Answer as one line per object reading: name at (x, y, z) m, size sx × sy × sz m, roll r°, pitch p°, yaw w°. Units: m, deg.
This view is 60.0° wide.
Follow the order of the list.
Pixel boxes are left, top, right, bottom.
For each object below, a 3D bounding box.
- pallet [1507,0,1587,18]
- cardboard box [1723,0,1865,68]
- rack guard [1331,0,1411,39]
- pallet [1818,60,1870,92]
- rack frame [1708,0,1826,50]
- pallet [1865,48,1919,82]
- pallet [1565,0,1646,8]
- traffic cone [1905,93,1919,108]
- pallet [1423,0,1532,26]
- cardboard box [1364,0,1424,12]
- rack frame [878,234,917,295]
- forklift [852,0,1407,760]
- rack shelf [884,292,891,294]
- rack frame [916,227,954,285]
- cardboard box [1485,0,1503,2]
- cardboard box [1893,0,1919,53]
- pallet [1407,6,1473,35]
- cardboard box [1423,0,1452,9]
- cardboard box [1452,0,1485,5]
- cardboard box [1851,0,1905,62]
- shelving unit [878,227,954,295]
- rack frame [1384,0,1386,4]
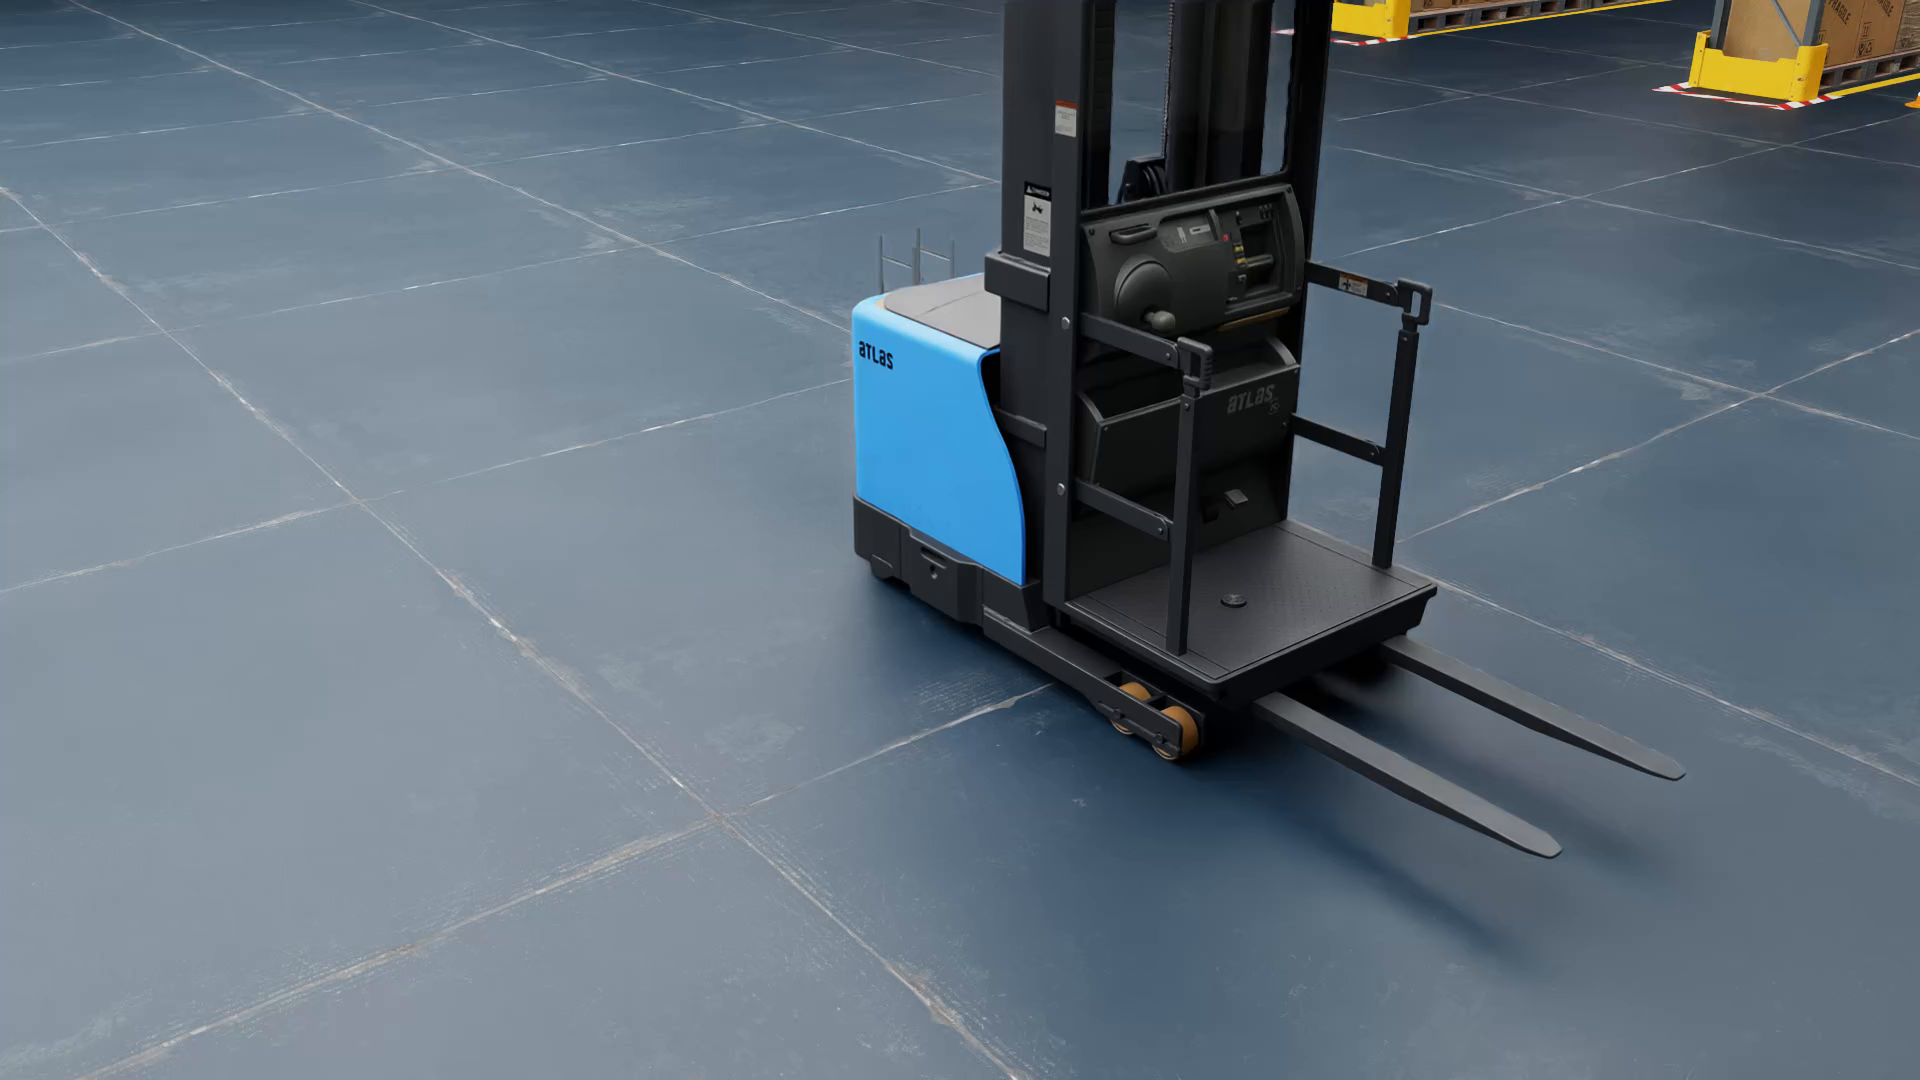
pallet at (7.341, -6.966, 21.510) m, size 1.213 × 0.211 × 1.003 m, roll -18°, pitch 31°, yaw -34°
cardboard box at (8.174, -5.134, 16.274) m, size 0.875 × 0.875 × 0.875 m, roll -18°, pitch 30°, yaw -34°
rack guard at (4.759, -6.264, 19.654) m, size 0.348 × 0.500 × 1.175 m, roll -18°, pitch 31°, yaw -34°
pallet at (8.262, -4.678, 16.579) m, size 1.213 × 0.211 × 1.003 m, roll -18°, pitch 31°, yaw -34°
rack frame at (7.681, -5.709, 15.488) m, size 0.127 × 3.000 × 1.000 m, roll -18°, pitch 31°, yaw -34°
pallet at (9.221, -4.993, 17.258) m, size 1.213 × 0.211 × 1.003 m, roll -18°, pitch 31°, yaw -34°
pallet at (8.459, -7.355, 22.348) m, size 1.213 × 0.211 × 1.003 m, roll -18°, pitch 31°, yaw -34°
traffic cone at (8.975, -4.226, 15.306) m, size 0.334 × 0.463 × 0.336 m, roll -18°, pitch 31°, yaw -34°
pallet at (6.380, -6.648, 20.823) m, size 1.213 × 0.211 × 1.003 m, roll -18°, pitch 31°, yaw -34°
cardboard box at (5.201, -6.592, 19.861) m, size 0.500 × 0.500 × 0.500 m, roll -12°, pitch 28°, yaw -25°
rack frame at (-0.242, -0.602, 6.622) m, size 0.006 × 1.200 × 0.240 m, roll -18°, pitch 30°, yaw -34°
forklift at (0.892, -0.872, 5.148) m, size 1.130 × 2.935 × 3.031 m, roll -18°, pitch 31°, yaw -34°
rack shelf at (-0.170, -0.913, 6.541) m, size 0.180 × 0.103 × 0.258 m, roll -18°, pitch 30°, yaw -34°
rack frame at (-0.098, -0.650, 6.725) m, size 0.006 × 1.200 × 0.240 m, roll -18°, pitch 30°, yaw -34°
cardboard box at (6.622, -7.045, 20.837) m, size 0.500 × 0.500 × 0.500 m, roll -22°, pitch 33°, yaw -38°
cardboard box at (9.583, -5.599, 17.277) m, size 0.875 × 0.875 × 0.875 m, roll -18°, pitch 30°, yaw -34°
pallet at (5.421, -6.333, 20.144) m, size 1.213 × 0.211 × 1.003 m, roll -18°, pitch 31°, yaw -34°
cardboard box at (5.651, -6.758, 20.220) m, size 0.500 × 0.500 × 0.500 m, roll -10°, pitch 27°, yaw -21°
cardboard box at (6.155, -6.915, 20.556) m, size 0.500 × 0.500 × 0.500 m, roll -15°, pitch 29°, yaw -29°
cardboard box at (8.865, -5.363, 16.768) m, size 0.875 × 0.875 × 0.875 m, roll -19°, pitch 31°, yaw -35°
shelving unit at (-0.170, -0.626, 6.674) m, size 0.189 × 1.200 × 0.258 m, roll -18°, pitch 30°, yaw -34°
rack frame at (4.700, -7.378, 19.085) m, size 0.127 × 3.000 × 1.000 m, roll -18°, pitch 31°, yaw -34°
